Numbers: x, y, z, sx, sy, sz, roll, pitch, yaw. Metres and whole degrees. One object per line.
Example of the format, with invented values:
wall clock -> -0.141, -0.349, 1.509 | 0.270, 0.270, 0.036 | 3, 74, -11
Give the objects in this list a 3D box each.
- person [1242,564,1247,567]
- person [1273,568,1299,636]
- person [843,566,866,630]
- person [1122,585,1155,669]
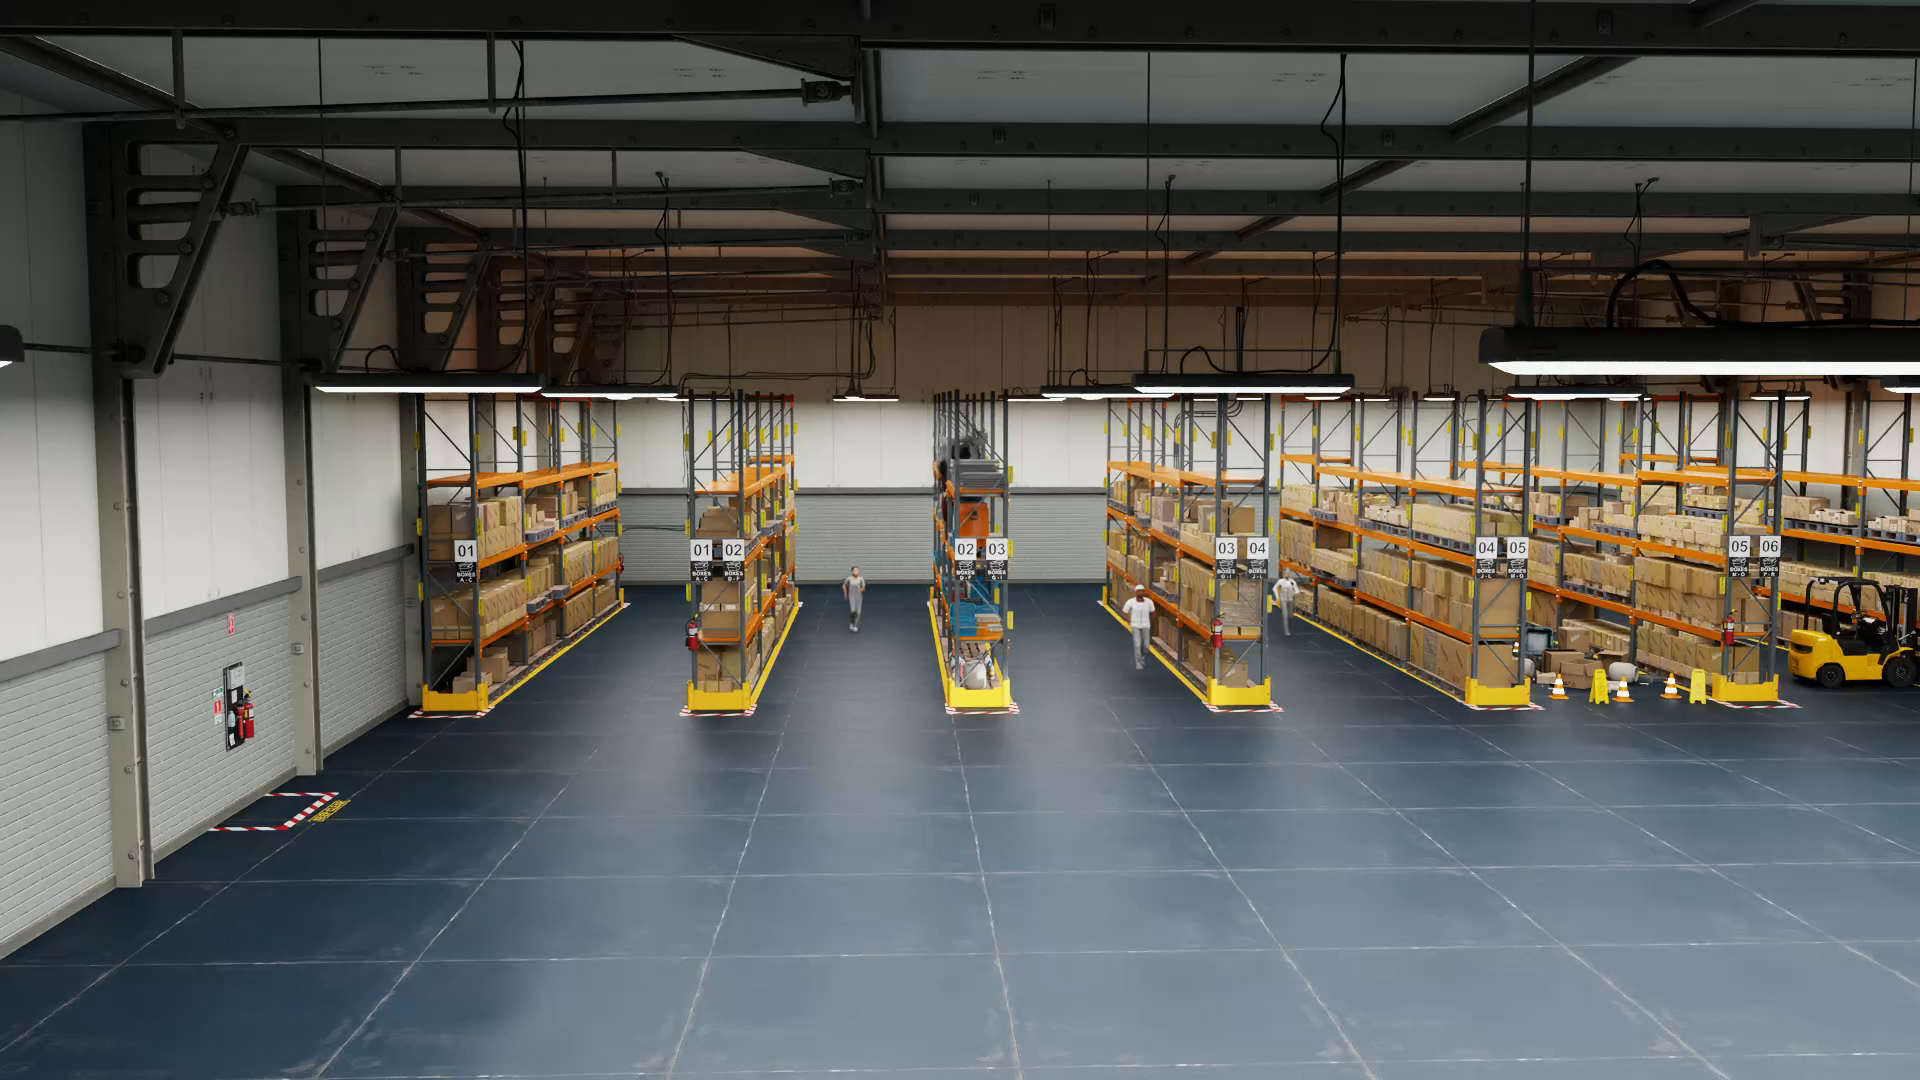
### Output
person -> 7.923, 1.117, 46.323 | 0.704, 1.689, 0.616 | 0, 5, -1
person -> 8.102, 1.516, 41.274 | 0.624, 1.663, 0.875 | 0, 5, -3
person -> -2.644, 1.477, 41.865 | 0.546, 1.635, 0.628 | -1, 5, -14
person -> 3.693, 1.782, 34.195 | 0.697, 1.730, 0.554 | 0, 5, -4
